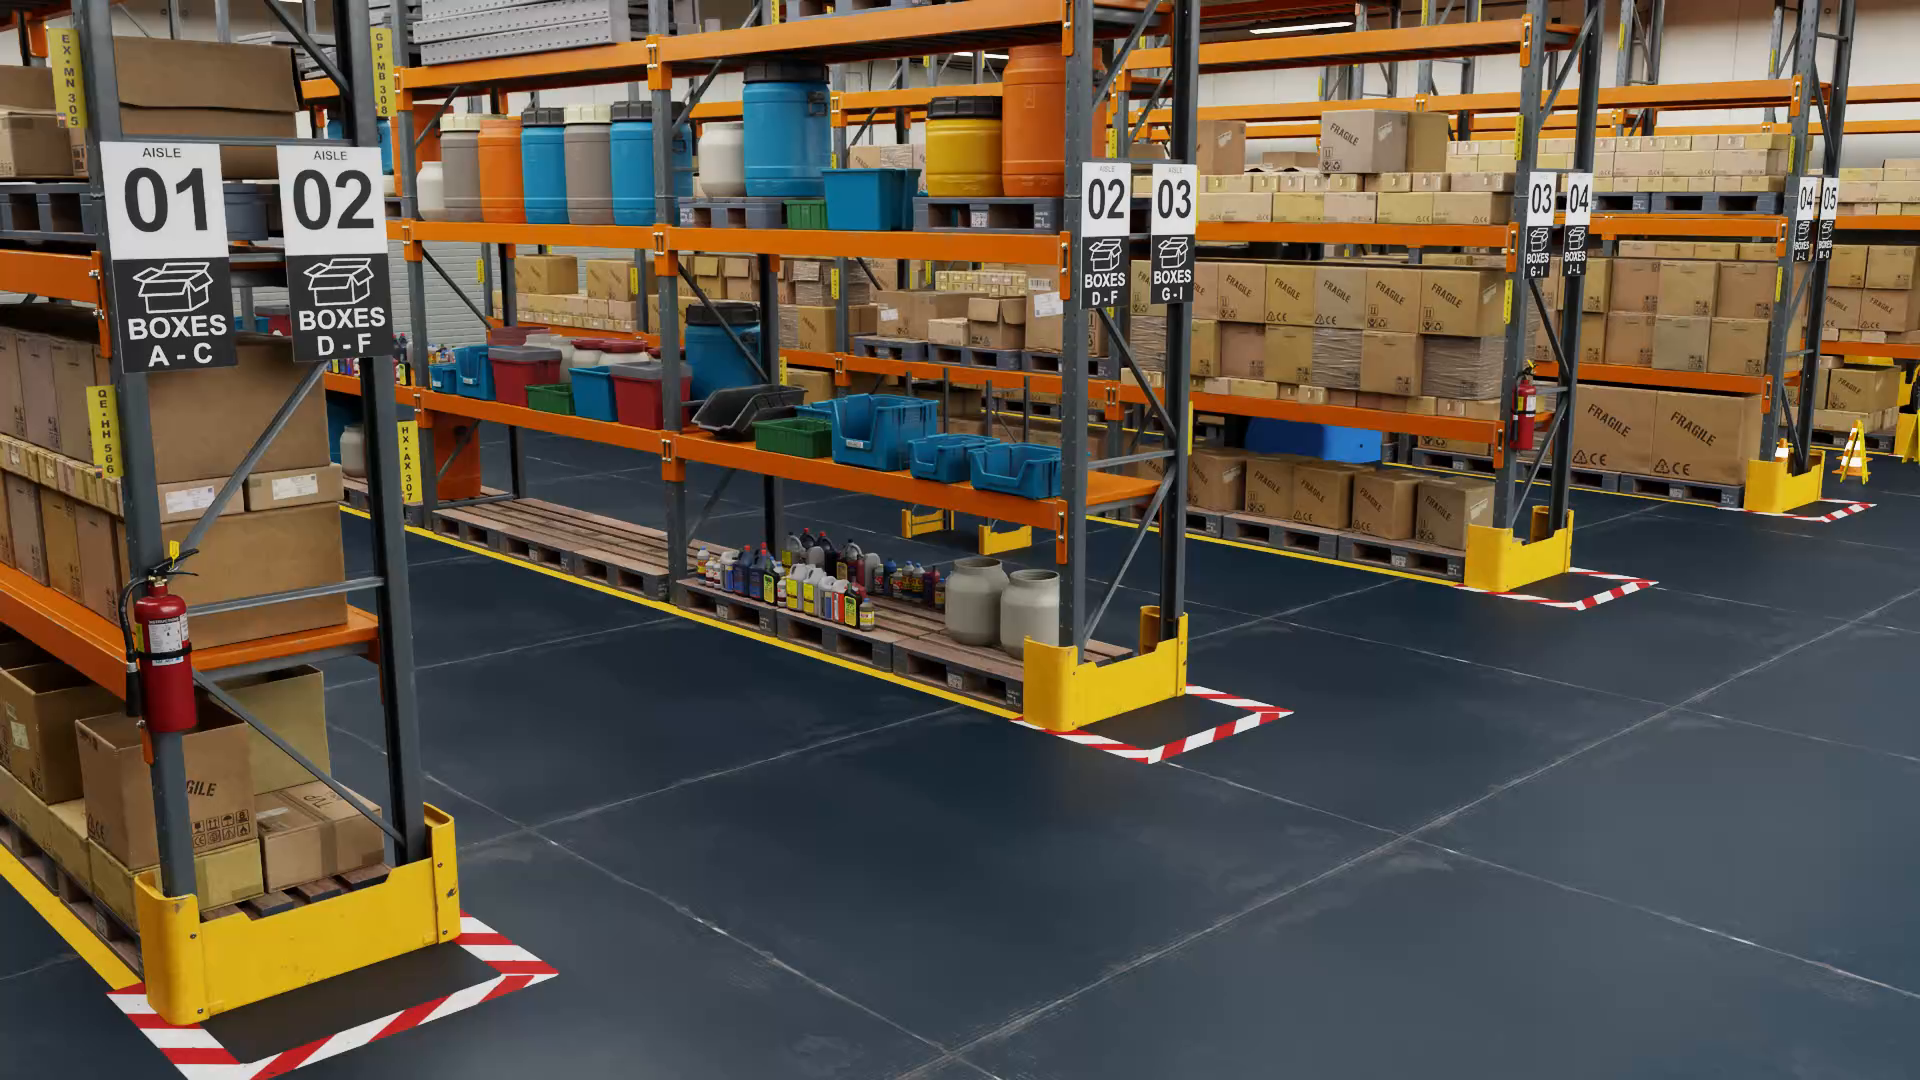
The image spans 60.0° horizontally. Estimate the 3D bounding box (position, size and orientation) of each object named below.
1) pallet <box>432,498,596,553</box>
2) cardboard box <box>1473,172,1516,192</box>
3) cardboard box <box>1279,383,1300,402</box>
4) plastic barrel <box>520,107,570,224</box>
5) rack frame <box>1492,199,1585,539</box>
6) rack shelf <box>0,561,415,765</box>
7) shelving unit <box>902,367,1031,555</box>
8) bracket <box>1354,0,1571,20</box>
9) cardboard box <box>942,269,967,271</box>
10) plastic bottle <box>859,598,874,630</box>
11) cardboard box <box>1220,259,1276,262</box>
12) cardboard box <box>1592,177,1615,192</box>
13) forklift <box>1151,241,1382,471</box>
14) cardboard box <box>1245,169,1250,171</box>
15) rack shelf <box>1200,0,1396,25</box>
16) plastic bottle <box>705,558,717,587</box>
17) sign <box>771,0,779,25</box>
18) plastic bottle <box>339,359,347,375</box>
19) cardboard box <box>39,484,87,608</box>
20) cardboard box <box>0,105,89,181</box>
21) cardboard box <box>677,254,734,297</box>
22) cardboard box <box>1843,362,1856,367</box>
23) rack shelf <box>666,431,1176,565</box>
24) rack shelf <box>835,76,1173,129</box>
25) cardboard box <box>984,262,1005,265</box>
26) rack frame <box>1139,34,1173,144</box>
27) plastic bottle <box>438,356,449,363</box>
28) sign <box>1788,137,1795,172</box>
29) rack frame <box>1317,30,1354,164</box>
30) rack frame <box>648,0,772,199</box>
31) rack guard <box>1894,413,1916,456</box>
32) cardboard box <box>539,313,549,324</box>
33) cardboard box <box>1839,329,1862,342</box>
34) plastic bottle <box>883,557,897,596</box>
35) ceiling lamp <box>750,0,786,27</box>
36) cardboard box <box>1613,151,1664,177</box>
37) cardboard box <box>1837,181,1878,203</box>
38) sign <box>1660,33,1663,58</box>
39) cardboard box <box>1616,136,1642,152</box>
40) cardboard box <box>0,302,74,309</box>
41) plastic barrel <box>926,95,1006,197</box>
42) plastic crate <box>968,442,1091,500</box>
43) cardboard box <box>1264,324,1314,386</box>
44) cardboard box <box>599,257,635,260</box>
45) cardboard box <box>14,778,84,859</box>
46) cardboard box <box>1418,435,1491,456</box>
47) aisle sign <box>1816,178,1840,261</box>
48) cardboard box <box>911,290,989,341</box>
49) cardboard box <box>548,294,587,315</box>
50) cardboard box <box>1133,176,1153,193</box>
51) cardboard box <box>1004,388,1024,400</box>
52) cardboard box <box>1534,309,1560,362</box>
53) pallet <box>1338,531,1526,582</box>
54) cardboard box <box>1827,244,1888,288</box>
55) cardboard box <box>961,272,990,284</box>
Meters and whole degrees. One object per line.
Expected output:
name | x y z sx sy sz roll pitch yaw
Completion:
pallet | -4.046 -0.145 15.092 1.003 0.211 1.213 -11 16 -43
cardboard box | 4.136 -2.740 12.726 0.380 0.149 0.250 -11 16 -43
cardboard box | 2.973 -1.292 14.372 0.380 0.149 0.250 -11 16 -43
plastic barrel | -3.202 -2.995 13.339 0.600 0.901 0.708 -11 16 -43
rack frame | 4.554 -1.152 13.068 1.000 3.000 0.127 -11 16 -43
rack shelf | -3.995 0.289 7.860 1.077 0.370 4.000 -11 16 -43
shelving unit | 0.053 -0.723 14.706 0.587 1.500 1.083 -11 16 -43
bracket | 9.014 -9.416 29.395 0.076 0.066 4.783 -11 16 -43
cardboard box | -0.236 -3.882 25.333 0.500 0.500 0.500 -11 16 -44
plastic bottle | -0.614 0.487 10.961 0.097 0.201 0.097 0 12 0
cardboard box | 2.648 -2.320 15.275 0.500 0.500 0.500 -11 16 -43
cardboard box | 6.683 -3.653 17.109 0.380 0.149 0.250 -11 16 -42
forklift | 3.064 -2.132 17.996 1.130 2.935 3.031 -11 16 -42
cardboard box | 3.625 -4.565 21.135 0.500 0.311 0.500 -11 16 -43
rack shelf | 4.815 -8.206 25.987 1.077 0.370 4.000 -11 16 -43
plastic bottle | -1.818 0.232 12.196 0.097 0.201 0.097 0 12 0
sign | -1.385 -3.956 12.332 0.100 0.325 0.005 -11 16 -43
plastic bottle | -6.010 -1.800 16.339 0.144 0.351 0.185 -11 16 -43
cardboard box | -3.631 -0.040 7.424 0.700 0.500 0.500 -11 16 -42
cardboard box | -3.983 -1.684 7.052 0.500 0.311 0.500 -9 14 -36
cardboard box | -3.286 -3.351 21.011 0.637 0.503 0.797 11 16 44
cardboard box | 10.983 -1.994 21.073 0.500 0.500 0.500 11 16 43
rack shelf | -0.410 -0.401 11.208 1.077 0.370 4.000 -11 16 -43
rack shelf | 0.410 -4.418 16.826 1.077 0.370 4.000 -11 16 -43
cardboard box | 0.797 -5.297 30.462 0.500 0.500 0.500 -11 16 -44
rack frame | 2.686 -5.934 21.413 1.000 3.000 0.127 -11 16 -43
plastic bottle | -5.015 -1.687 16.161 0.097 0.201 0.097 0 12 0
sign | 7.809 -3.619 15.610 0.100 0.325 0.005 -11 16 -43
rack frame | 7.022 -7.915 31.026 1.000 3.000 0.127 -11 16 -43
rack frame | -1.791 -3.984 11.947 1.000 3.000 0.127 -11 16 -43
rack guard | 11.669 -1.320 20.077 1.175 0.500 0.348 -11 16 -43
cardboard box | -5.599 -3.079 23.044 0.380 0.149 0.250 -11 16 -43
cardboard box | 10.892 -2.496 20.217 0.380 0.149 0.250 -11 16 -44
plastic bottle | -0.501 0.257 11.902 0.097 0.271 0.097 0 12 0
ceiling lamp | -2.935 -10.719 30.172 2.000 3.185 0.800 -11 16 -43
cardboard box | 6.980 -3.803 16.850 0.500 0.250 0.500 -11 16 -43
cardboard box | 10.836 -4.187 20.000 0.500 0.250 0.500 -11 16 -43
sign | 9.364 -6.624 22.251 0.100 0.325 0.005 -11 16 -43
cardboard box | 6.855 -4.007 16.851 0.380 0.149 0.250 -11 16 -43
cardboard box | -5.065 -0.976 8.753 0.700 0.500 0.500 -11 16 -42
plastic barrel | 0.092 -2.377 10.076 0.600 0.588 0.600 0 12 0
plastic crate | 0.410 -0.420 9.886 0.499 0.251 0.616 -11 16 -43
cardboard box | 3.111 -1.640 14.455 0.875 0.500 0.500 -11 16 -43
cardboard box | -4.576 -3.596 22.710 0.500 0.500 0.500 11 16 43
cardboard box | -3.898 1.188 7.485 0.500 0.250 0.500 -11 16 -43
cardboard box | 5.832 -1.475 18.864 0.875 0.875 0.875 -11 16 -42
aisle sign | 8.477 -3.133 16.242 0.394 0.787 0.004 -11 16 -43
cardboard box | -0.111 -2.433 18.000 0.700 0.500 0.500 -8 14 -34
cardboard box | -5.287 -3.227 22.777 0.500 0.250 0.500 -11 16 -44
cardboard box | 1.793 -3.236 15.136 0.250 0.149 0.380 11 16 44
cardboard box | 0.981 -2.265 23.624 0.500 0.500 0.500 -11 16 -42
cardboard box | 6.396 -2.261 18.080 0.875 0.550 0.550 -11 16 -43
pallet | 3.966 0.079 14.003 1.003 0.211 1.213 -11 16 -43
cardboard box | 10.867 -3.336 20.208 0.700 0.500 0.500 -11 16 -42
cardboard box | 0.235 -3.754 23.808 0.380 0.149 0.250 -11 16 -42
